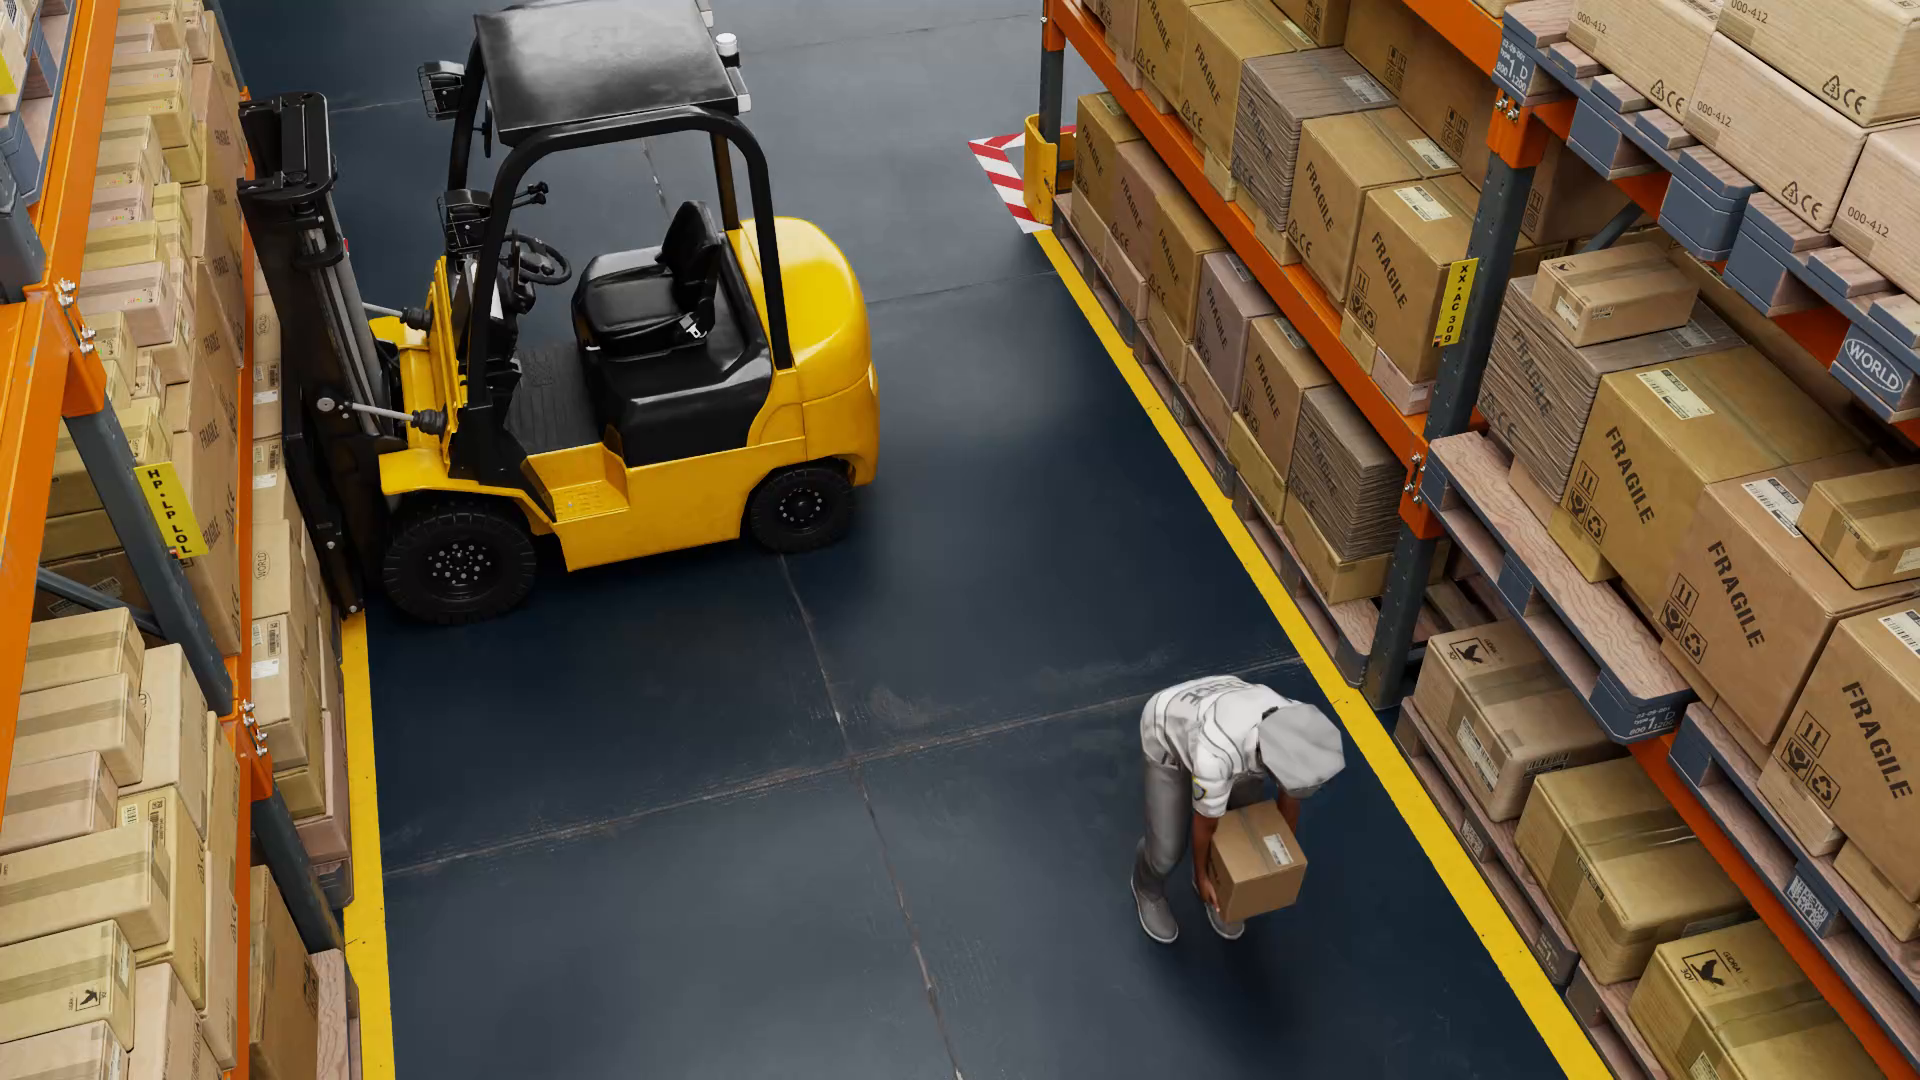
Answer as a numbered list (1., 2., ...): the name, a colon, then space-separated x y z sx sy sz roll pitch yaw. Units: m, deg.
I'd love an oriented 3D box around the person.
1. person: 0.865 0.890 5.373 0.418 1.422 0.809 -13 44 -14
